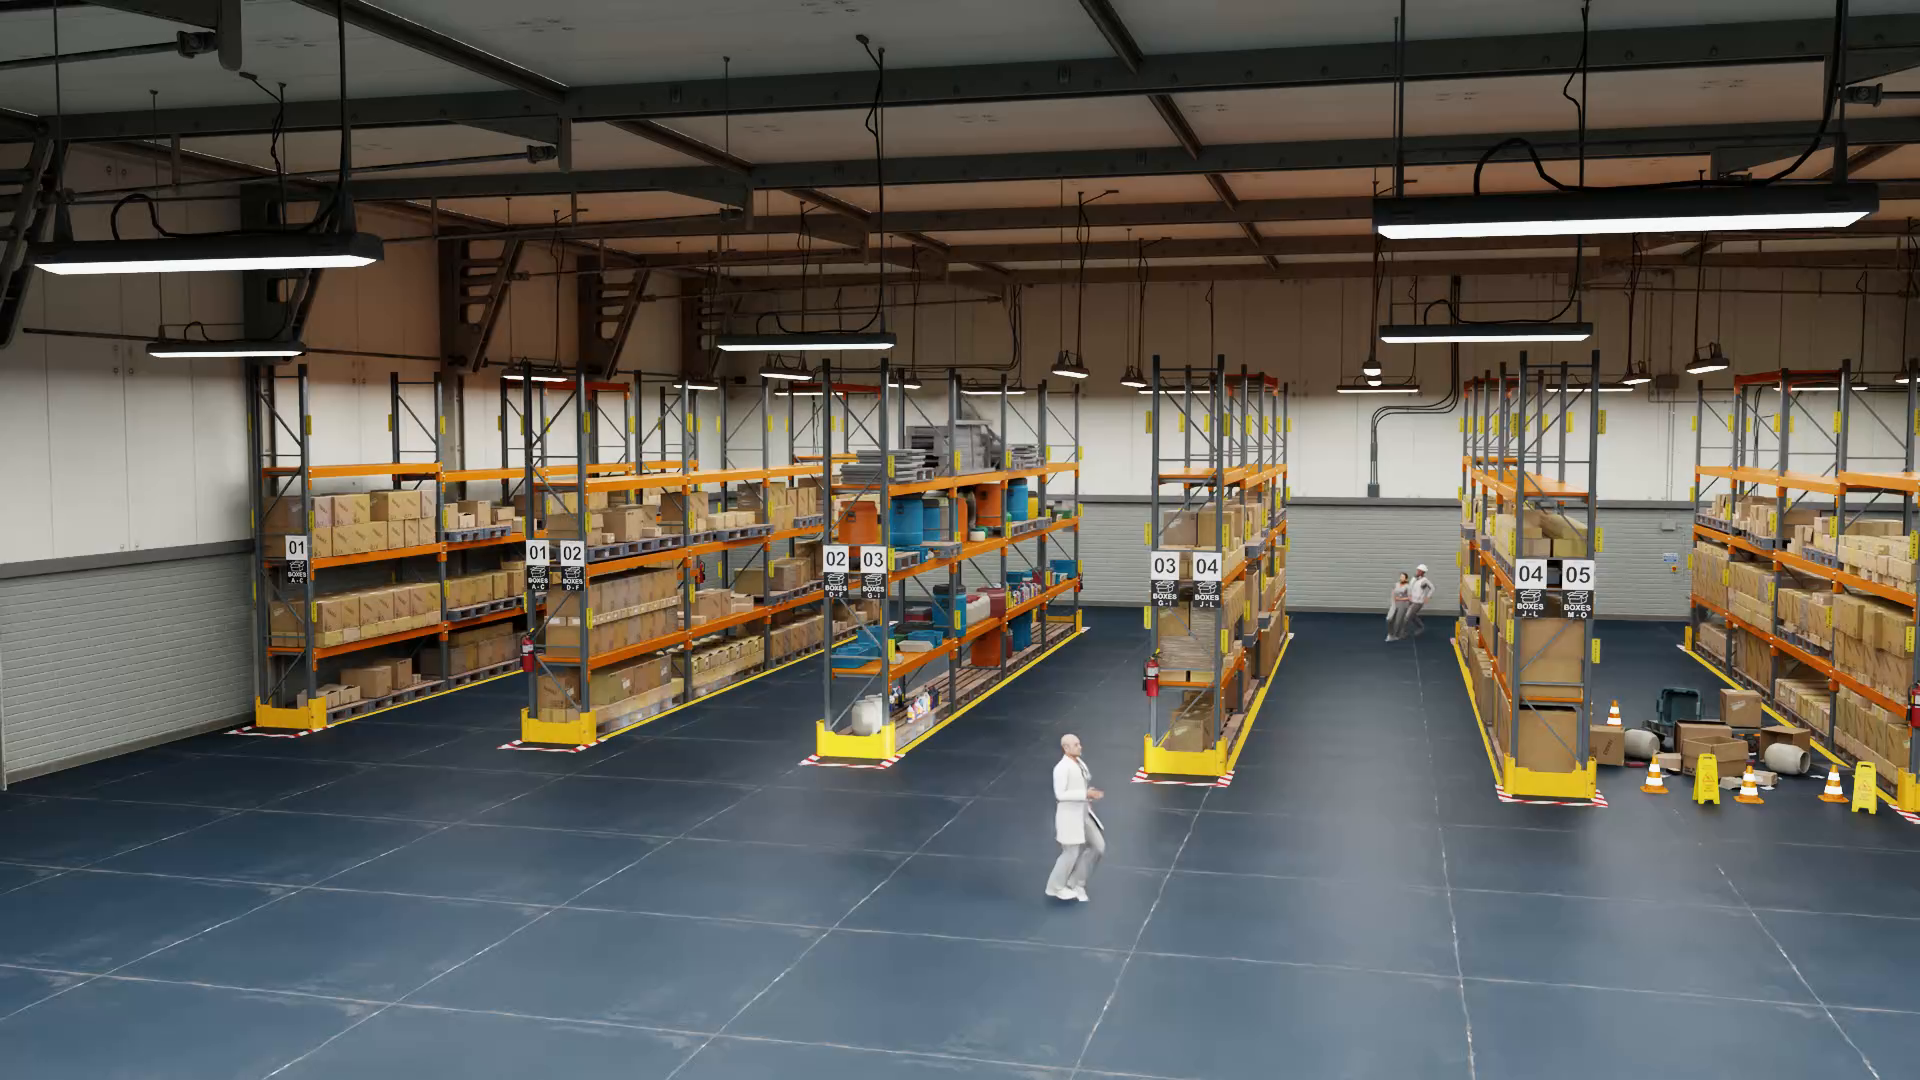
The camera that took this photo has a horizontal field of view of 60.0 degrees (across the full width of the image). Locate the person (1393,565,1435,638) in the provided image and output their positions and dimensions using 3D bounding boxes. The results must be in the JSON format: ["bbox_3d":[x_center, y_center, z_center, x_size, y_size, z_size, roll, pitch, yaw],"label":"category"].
[{"bbox_3d":[10.604,1.431,38.832,0.940,1.727,0.701,-1,4,-19],"label":"person"}]

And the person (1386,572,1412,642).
[{"bbox_3d":[10.116,1.542,38.195,0.576,1.627,0.649,3,5,36],"label":"person"}]

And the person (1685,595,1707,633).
[{"bbox_3d":[17.035,1.572,38.228,0.651,1.650,0.614,1,4,21],"label":"person"}]

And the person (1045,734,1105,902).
[{"bbox_3d":[1.233,3.031,17.403,0.724,1.590,0.688,3,5,33],"label":"person"}]
